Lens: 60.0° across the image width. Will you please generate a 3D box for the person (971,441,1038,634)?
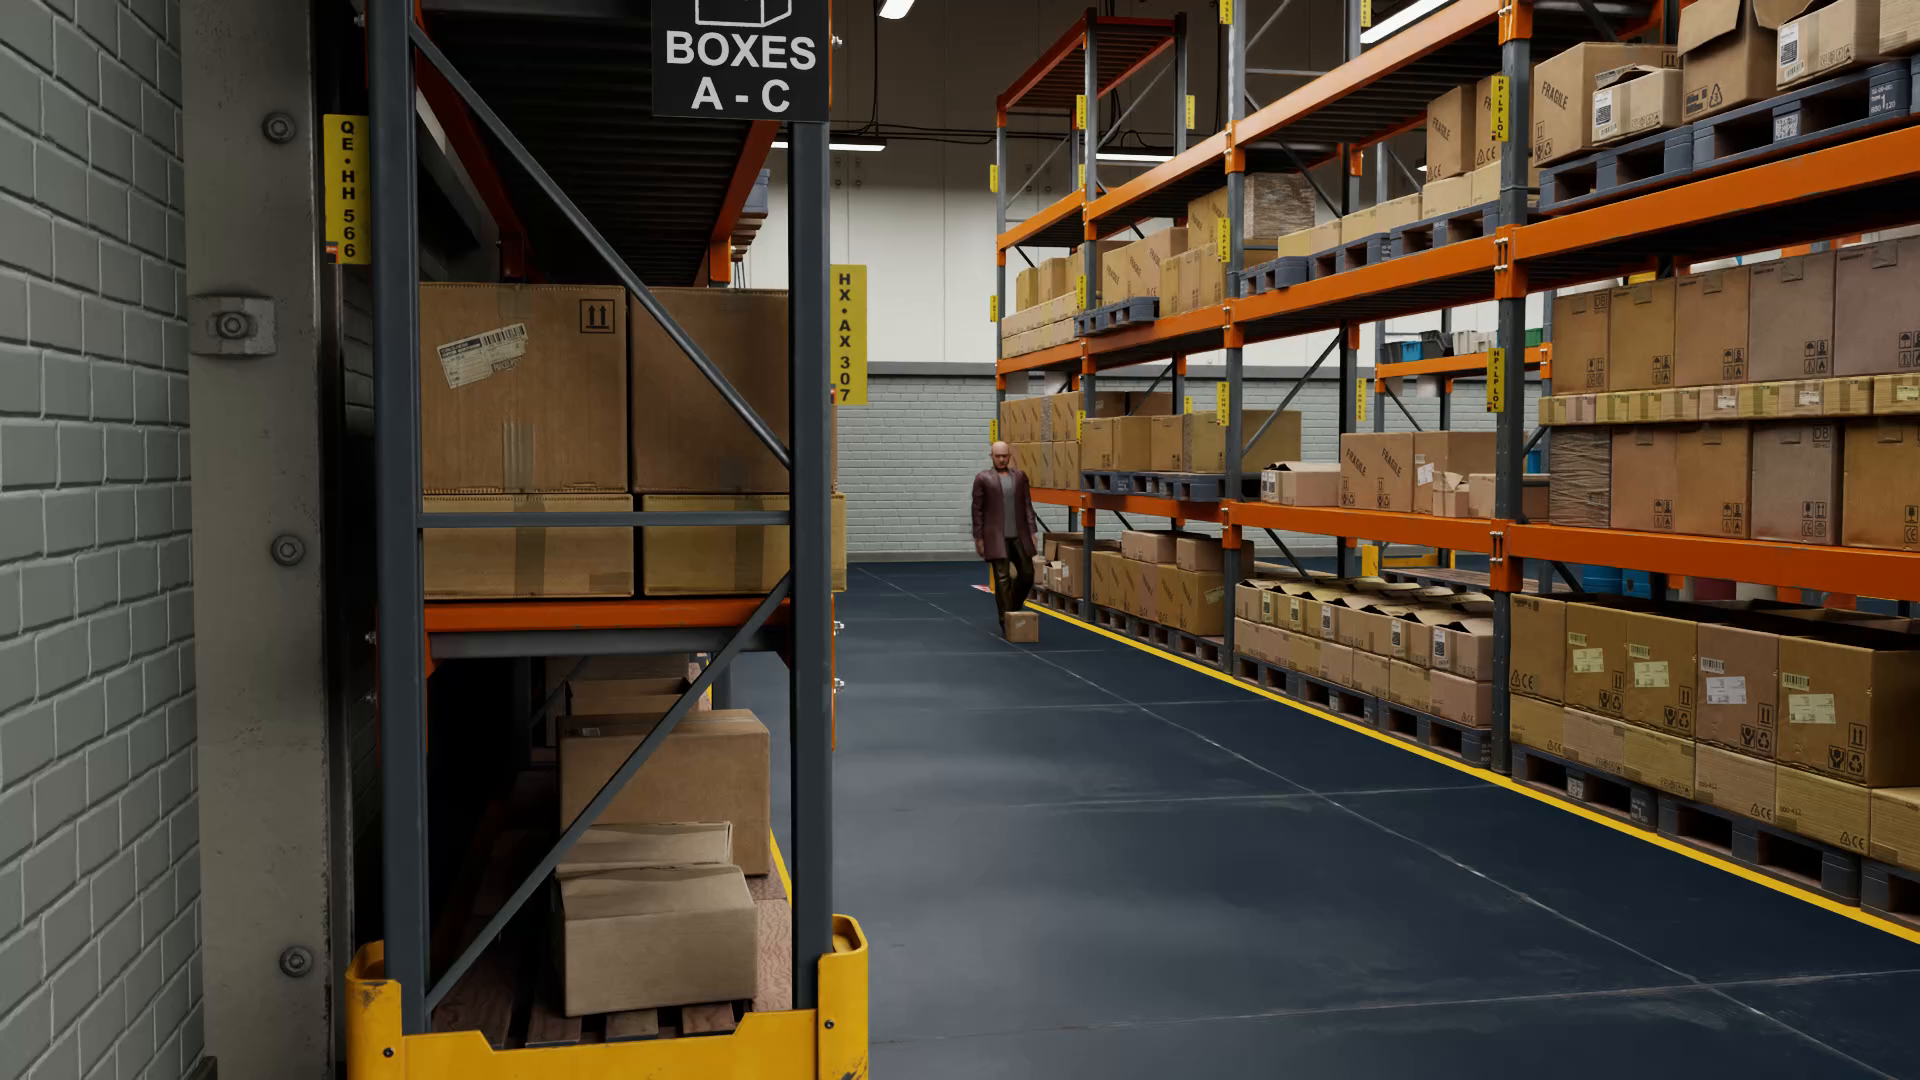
[{"bbox_3d":[0.439,-0.026,15.307,0.606,1.772,0.776,-1,3,-18],"label":"person"}]
